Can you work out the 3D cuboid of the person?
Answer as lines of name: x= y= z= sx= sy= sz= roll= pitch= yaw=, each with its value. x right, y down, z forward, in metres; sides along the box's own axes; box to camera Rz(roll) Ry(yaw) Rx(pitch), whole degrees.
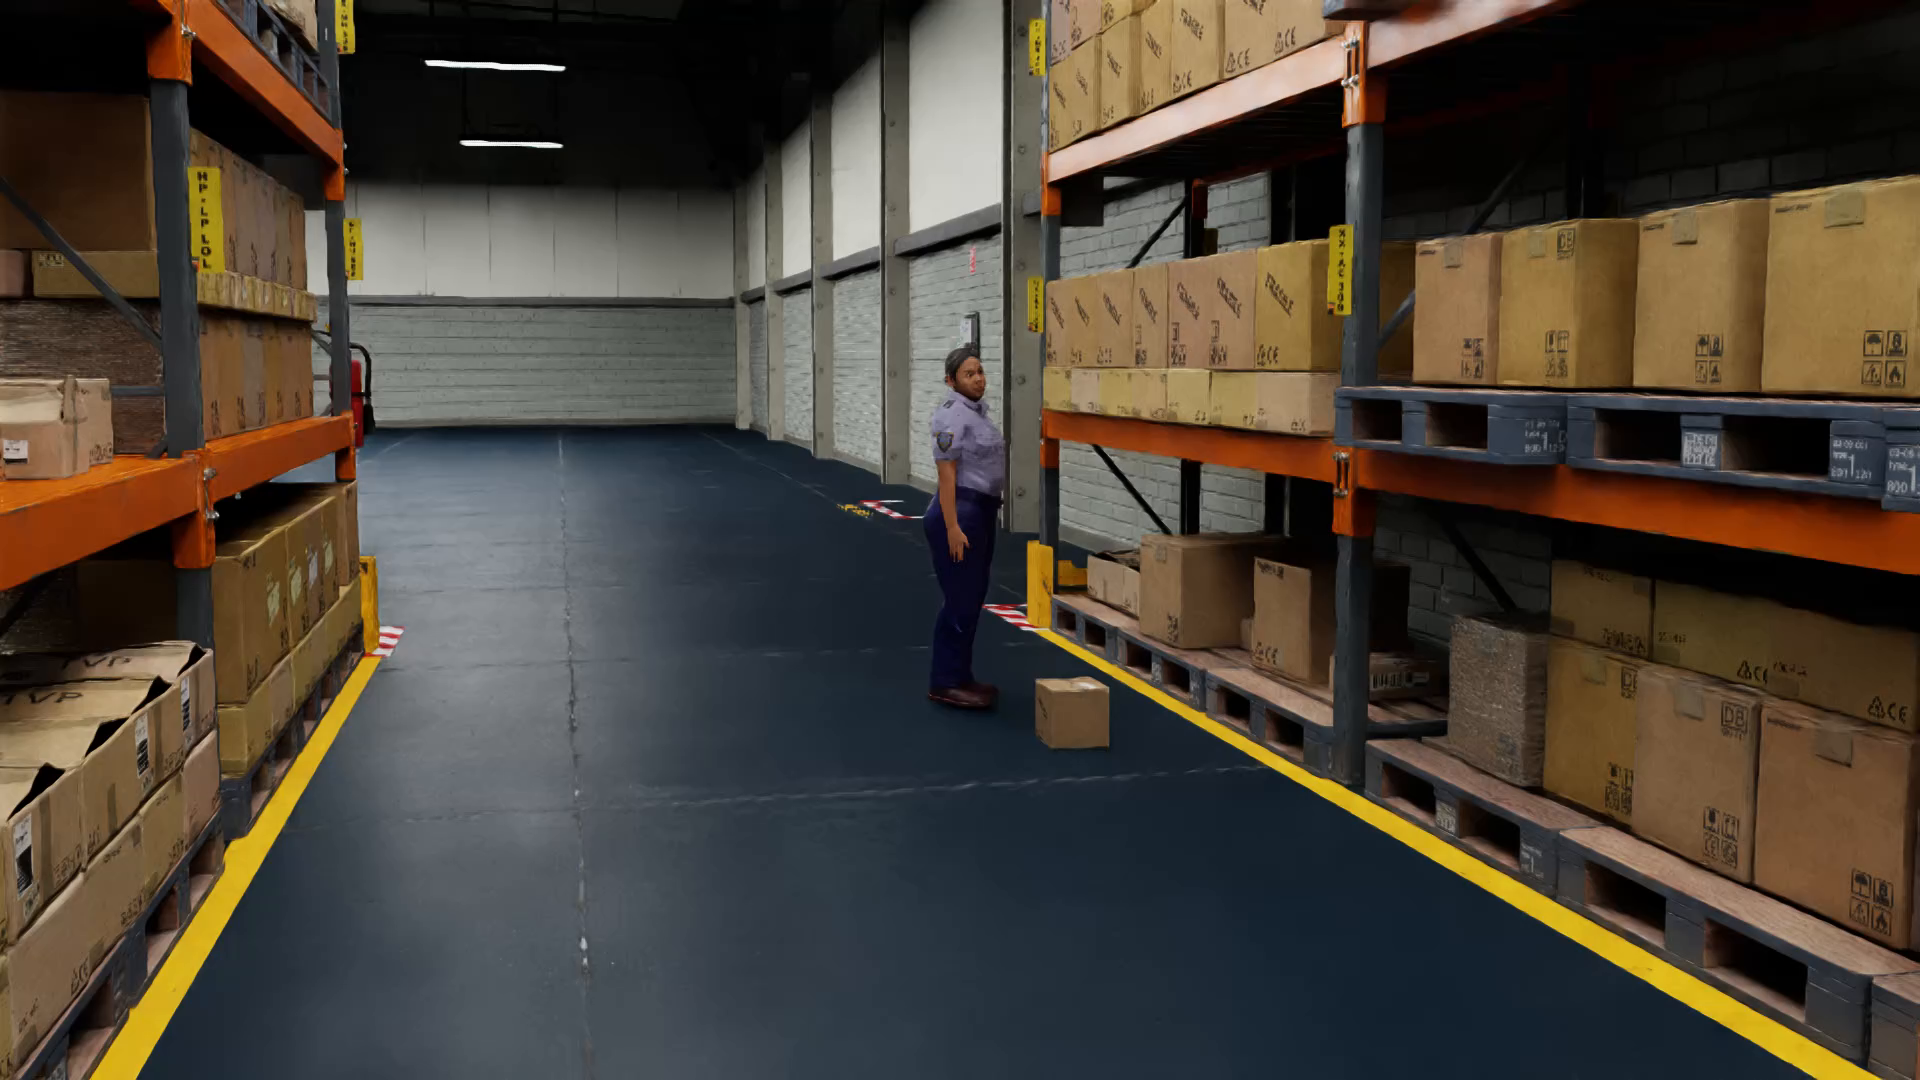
person: x=0.028 y=-0.099 z=7.686 sx=0.349 sy=1.574 sz=0.526 roll=2 pitch=6 yaw=14
